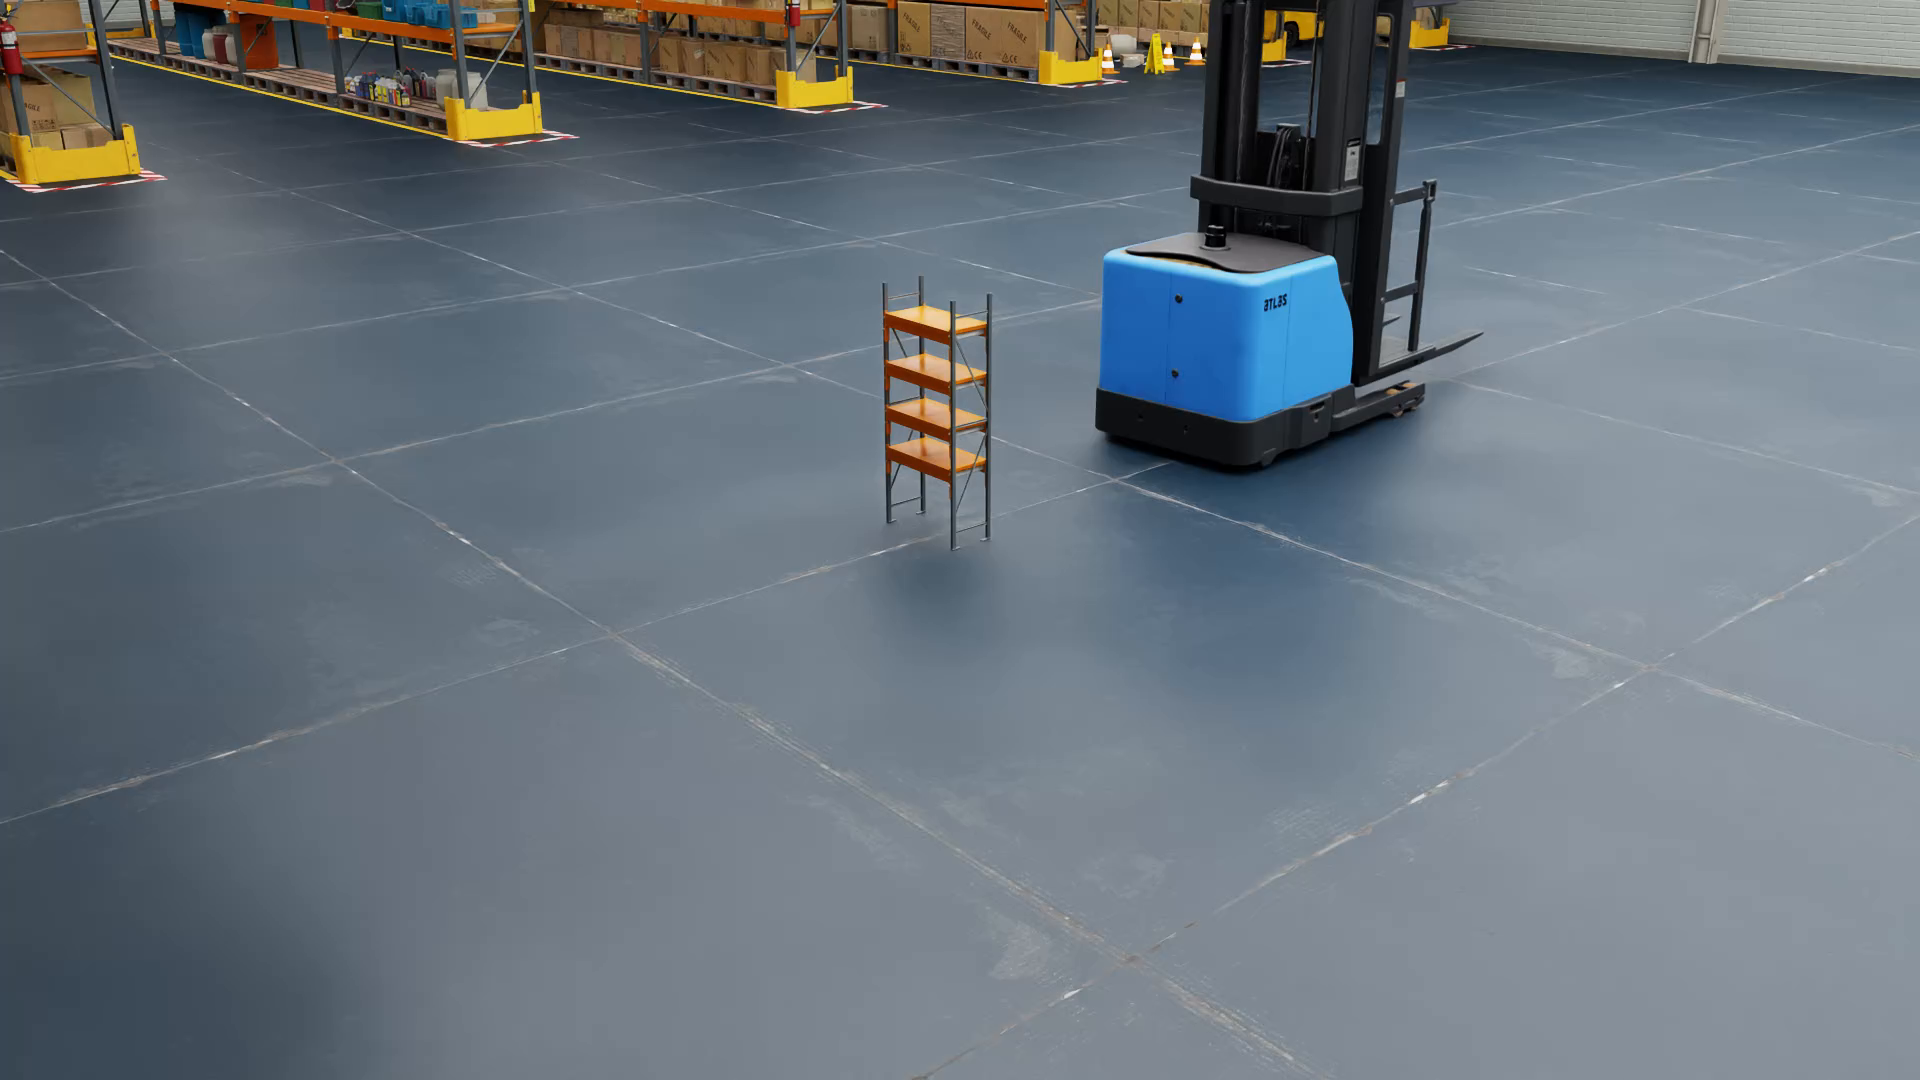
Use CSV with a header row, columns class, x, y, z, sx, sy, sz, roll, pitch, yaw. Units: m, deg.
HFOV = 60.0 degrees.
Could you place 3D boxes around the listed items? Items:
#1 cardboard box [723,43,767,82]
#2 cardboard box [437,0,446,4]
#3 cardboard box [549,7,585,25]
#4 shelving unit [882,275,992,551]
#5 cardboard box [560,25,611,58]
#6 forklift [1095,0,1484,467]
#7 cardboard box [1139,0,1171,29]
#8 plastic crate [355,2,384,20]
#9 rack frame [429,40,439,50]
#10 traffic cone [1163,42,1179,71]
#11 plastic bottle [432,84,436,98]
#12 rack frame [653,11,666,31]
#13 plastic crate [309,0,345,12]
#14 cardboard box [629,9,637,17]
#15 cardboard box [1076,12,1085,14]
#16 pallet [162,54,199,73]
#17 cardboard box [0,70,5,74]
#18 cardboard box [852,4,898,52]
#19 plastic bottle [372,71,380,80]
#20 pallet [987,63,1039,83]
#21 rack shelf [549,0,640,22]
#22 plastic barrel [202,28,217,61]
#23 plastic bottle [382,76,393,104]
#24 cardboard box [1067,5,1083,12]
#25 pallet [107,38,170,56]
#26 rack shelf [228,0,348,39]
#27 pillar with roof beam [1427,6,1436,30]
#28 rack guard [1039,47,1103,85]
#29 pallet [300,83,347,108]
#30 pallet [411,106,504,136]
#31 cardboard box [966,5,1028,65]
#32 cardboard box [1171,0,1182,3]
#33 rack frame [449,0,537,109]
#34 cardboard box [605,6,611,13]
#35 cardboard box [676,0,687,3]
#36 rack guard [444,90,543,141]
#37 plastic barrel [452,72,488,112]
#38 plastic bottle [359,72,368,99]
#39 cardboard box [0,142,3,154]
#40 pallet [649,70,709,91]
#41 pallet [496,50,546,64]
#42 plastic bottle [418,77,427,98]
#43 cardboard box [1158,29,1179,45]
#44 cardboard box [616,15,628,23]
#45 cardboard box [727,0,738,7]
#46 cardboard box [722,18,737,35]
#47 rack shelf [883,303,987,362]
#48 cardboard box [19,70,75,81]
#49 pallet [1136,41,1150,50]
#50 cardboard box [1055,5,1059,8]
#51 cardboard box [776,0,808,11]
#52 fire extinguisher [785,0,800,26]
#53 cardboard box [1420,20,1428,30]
class,x,y,z,sx,sy,sz,roll,pitch,yaw
cardboard box,-3.251,-7.242,25.213,0.500,0.500,0.500,-14,26,-33
cardboard box,-9.446,-10.049,31.865,1.225,0.875,0.875,-17,27,-37
cardboard box,-6.808,-9.122,28.957,0.500,0.250,0.500,-16,27,-35
shelving unit,-0.108,-0.604,7.882,0.258,1.200,0.503,-17,27,-37
cardboard box,-6.444,-8.620,28.704,0.500,0.500,0.700,20,29,41
forklift,2.144,-2.205,9.595,1.130,2.935,3.031,19,28,40
cardboard box,3.727,-9.912,31.344,0.500,0.500,0.500,-16,26,-35
plastic crate,-7.737,-7.085,22.250,0.450,0.188,0.662,-17,27,-37
rack frame,-9.879,-11.015,31.994,1.000,3.000,0.127,-17,27,-37
traffic cone,3.585,-8.331,28.620,0.336,0.463,0.334,-17,27,-37
plastic bottle,-7.233,-6.204,22.944,0.097,0.201,0.097,0,21,0
rack frame,-6.055,-12.168,34.937,1.000,3.000,0.127,-17,27,-37
plastic crate,-8.957,-7.716,23.484,0.402,0.464,0.583,-17,27,-37
cardboard box,-6.876,-11.327,35.717,0.380,0.149,0.250,-19,28,-39
cardboard box,2.035,-10.478,33.650,0.950,0.372,0.625,-15,26,-34
pallet,-13.159,-8.314,28.922,1.003,0.211,1.213,-17,27,-37
cardboard box,-11.118,-5.095,19.046,0.500,0.500,0.500,-17,27,-37
cardboard box,-1.307,-9.256,30.011,1.050,0.750,0.750,-18,27,-38
plastic bottle,-8.087,-6.310,23.009,0.144,0.351,0.185,-17,27,-37
pallet,1.197,-7.756,27.497,1.003,0.211,1.213,-17,27,-37
rack shelf,-5.962,-9.022,27.893,1.077,0.370,4.000,-17,27,-37
plastic barrel,-12.526,-8.346,28.014,0.421,0.512,0.421,0,21,0
plastic bottle,-7.674,-6.054,22.357,0.144,0.351,0.185,-16,27,-35
cardboard box,2.896,-12.834,39.489,0.500,0.500,0.500,-16,27,-35
pallet,-15.733,-9.405,31.708,1.003,0.211,1.213,-17,27,-37
rack shelf,-9.715,-7.843,24.882,1.077,0.370,4.000,-17,27,-37
pillar with roof beam,6.187,-13.417,29.900,9.100,9.000,0.400,-17,27,-37
rack guard,1.793,-7.682,26.911,1.175,0.500,0.348,-17,27,-37
pallet,-8.951,-6.535,24.379,1.003,0.211,1.213,-17,27,-37
pallet,-6.410,-5.458,21.629,1.003,0.211,1.213,-17,27,-37
cardboard box,0.709,-8.473,27.841,0.875,0.875,0.875,-18,28,-38
cardboard box,4.118,-10.013,30.713,0.380,0.149,0.250,-16,27,-35
rack frame,-5.798,-6.520,20.519,1.000,3.000,0.127,-17,27,-37
cardboard box,-7.617,-11.725,36.733,0.380,0.149,0.250,-16,26,-35
cardboard box,-4.104,-8.276,25.346,0.380,0.149,0.250,-17,27,-37
rack guard,-5.883,-5.366,21.000,1.175,0.500,0.348,-17,27,-37
plastic barrel,-6.286,-5.721,21.314,0.421,0.512,0.421,0,21,0
plastic bottle,-8.197,-6.275,22.922,0.144,0.351,0.185,-17,27,-36
cardboard box,-10.462,-4.471,18.480,0.500,0.250,0.500,-17,27,-37
pallet,-4.192,-7.329,26.407,1.003,0.211,1.213,-17,27,-37
pallet,-7.725,-8.847,30.283,1.003,0.211,1.213,-17,27,-37
plastic bottle,-7.411,-6.243,22.931,0.061,0.283,0.133,-17,27,-37
cardboard box,4.052,-9.421,31.120,0.500,0.250,0.500,-19,28,-39
cardboard box,-7.245,-11.349,36.180,0.380,0.149,0.250,-18,27,-38
cardboard box,-3.217,-7.954,24.522,0.380,0.149,0.250,-17,27,-37
cardboard box,-4.408,-10.358,33.169,0.500,0.500,0.500,-16,27,-35
rack shelf,-0.108,-0.970,7.739,0.258,0.148,0.480,-17,27,-37
cardboard box,-10.398,-5.081,19.009,0.500,0.500,0.500,-17,27,-37
pallet,3.316,-9.688,32.430,1.003,0.211,1.213,-17,27,-37
cardboard box,1.522,-9.920,31.589,0.500,0.500,0.500,-17,27,-37
cardboard box,-2.388,-7.612,23.650,0.380,0.149,0.250,-17,27,-37
fire extinguisher,-2.320,-7.522,23.182,0.296,0.674,0.183,-17,27,-37
cardboard box,9.047,-10.339,33.462,0.500,0.250,0.500,-17,27,-37
